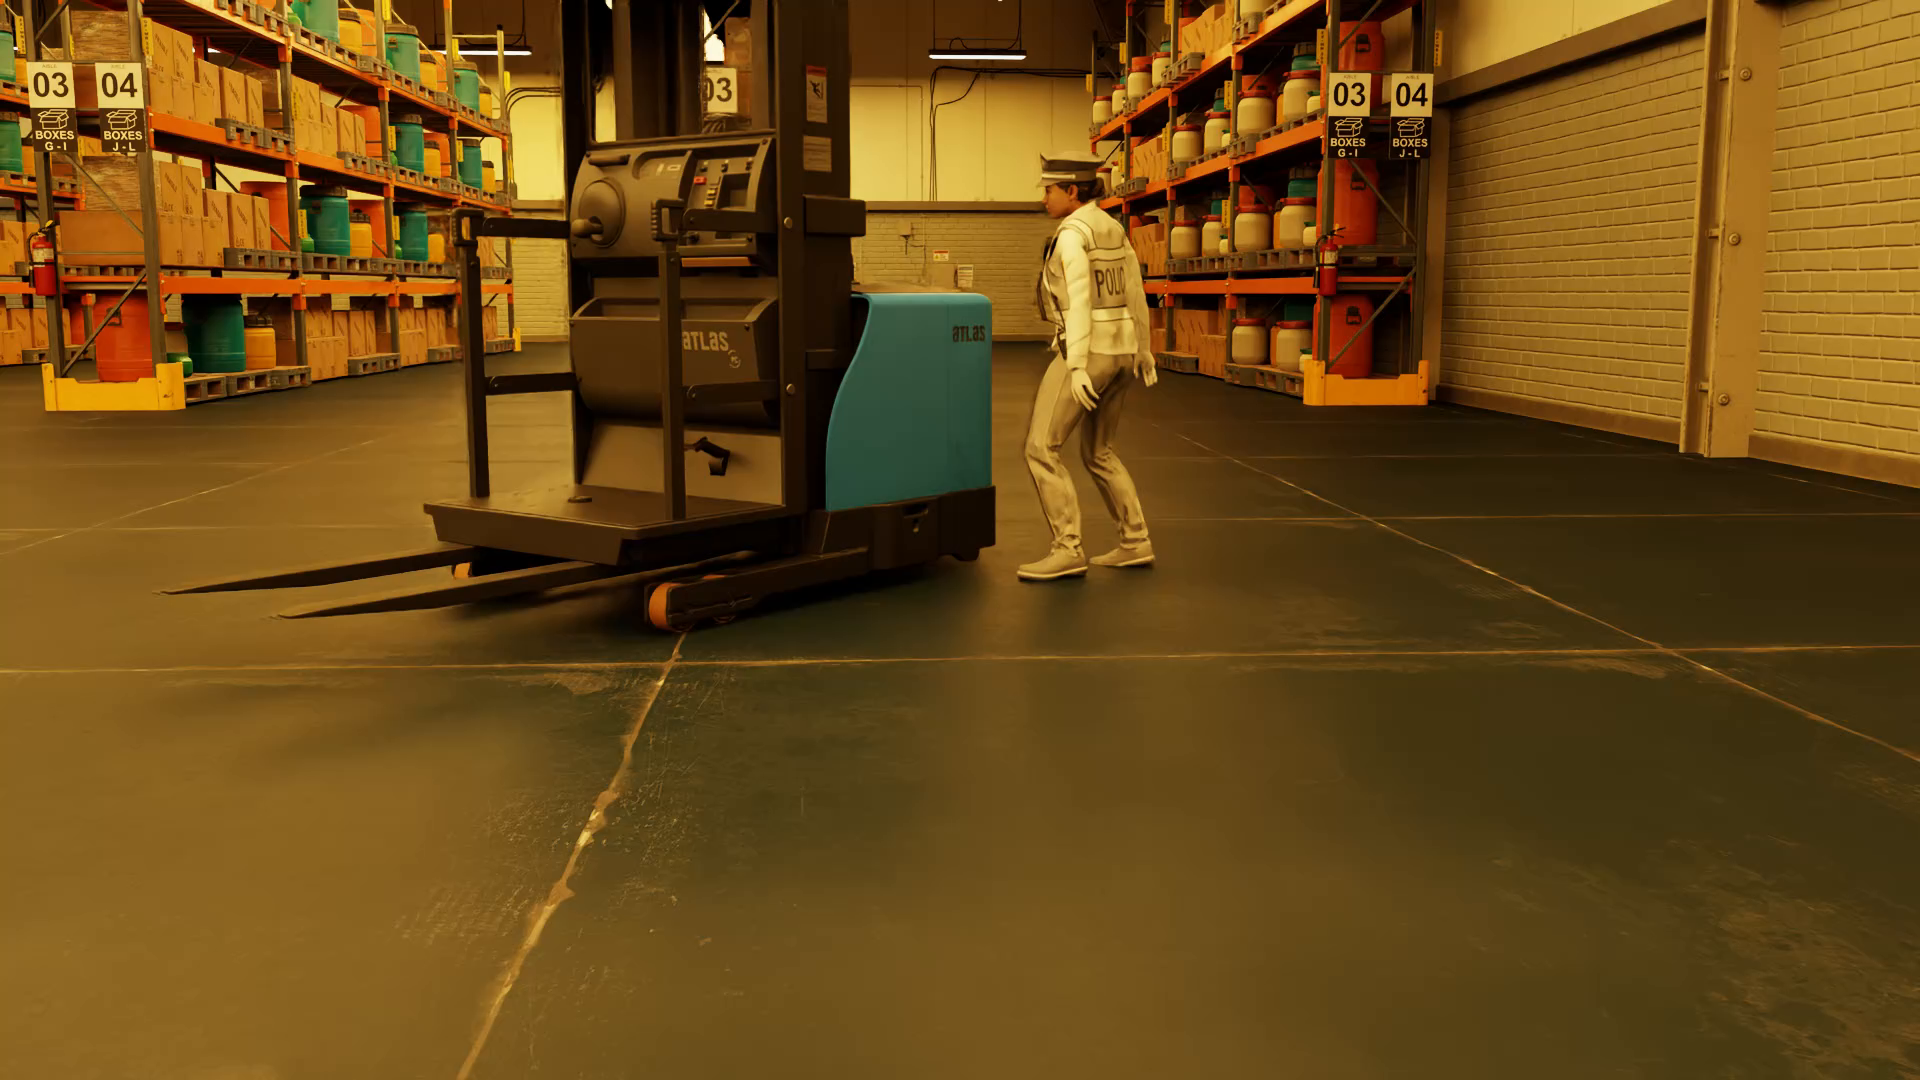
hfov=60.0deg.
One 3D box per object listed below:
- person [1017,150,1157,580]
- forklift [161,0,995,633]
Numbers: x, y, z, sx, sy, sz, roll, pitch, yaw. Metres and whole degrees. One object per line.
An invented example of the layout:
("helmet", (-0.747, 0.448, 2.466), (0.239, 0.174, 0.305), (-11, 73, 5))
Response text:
("person", (0.518, -0.676, 6.459), (0.417, 1.642, 0.809), (5, 10, 32))
("forklift", (-1.143, -1.233, 5.634), (1.130, 2.935, 3.031), (6, 11, 36))
